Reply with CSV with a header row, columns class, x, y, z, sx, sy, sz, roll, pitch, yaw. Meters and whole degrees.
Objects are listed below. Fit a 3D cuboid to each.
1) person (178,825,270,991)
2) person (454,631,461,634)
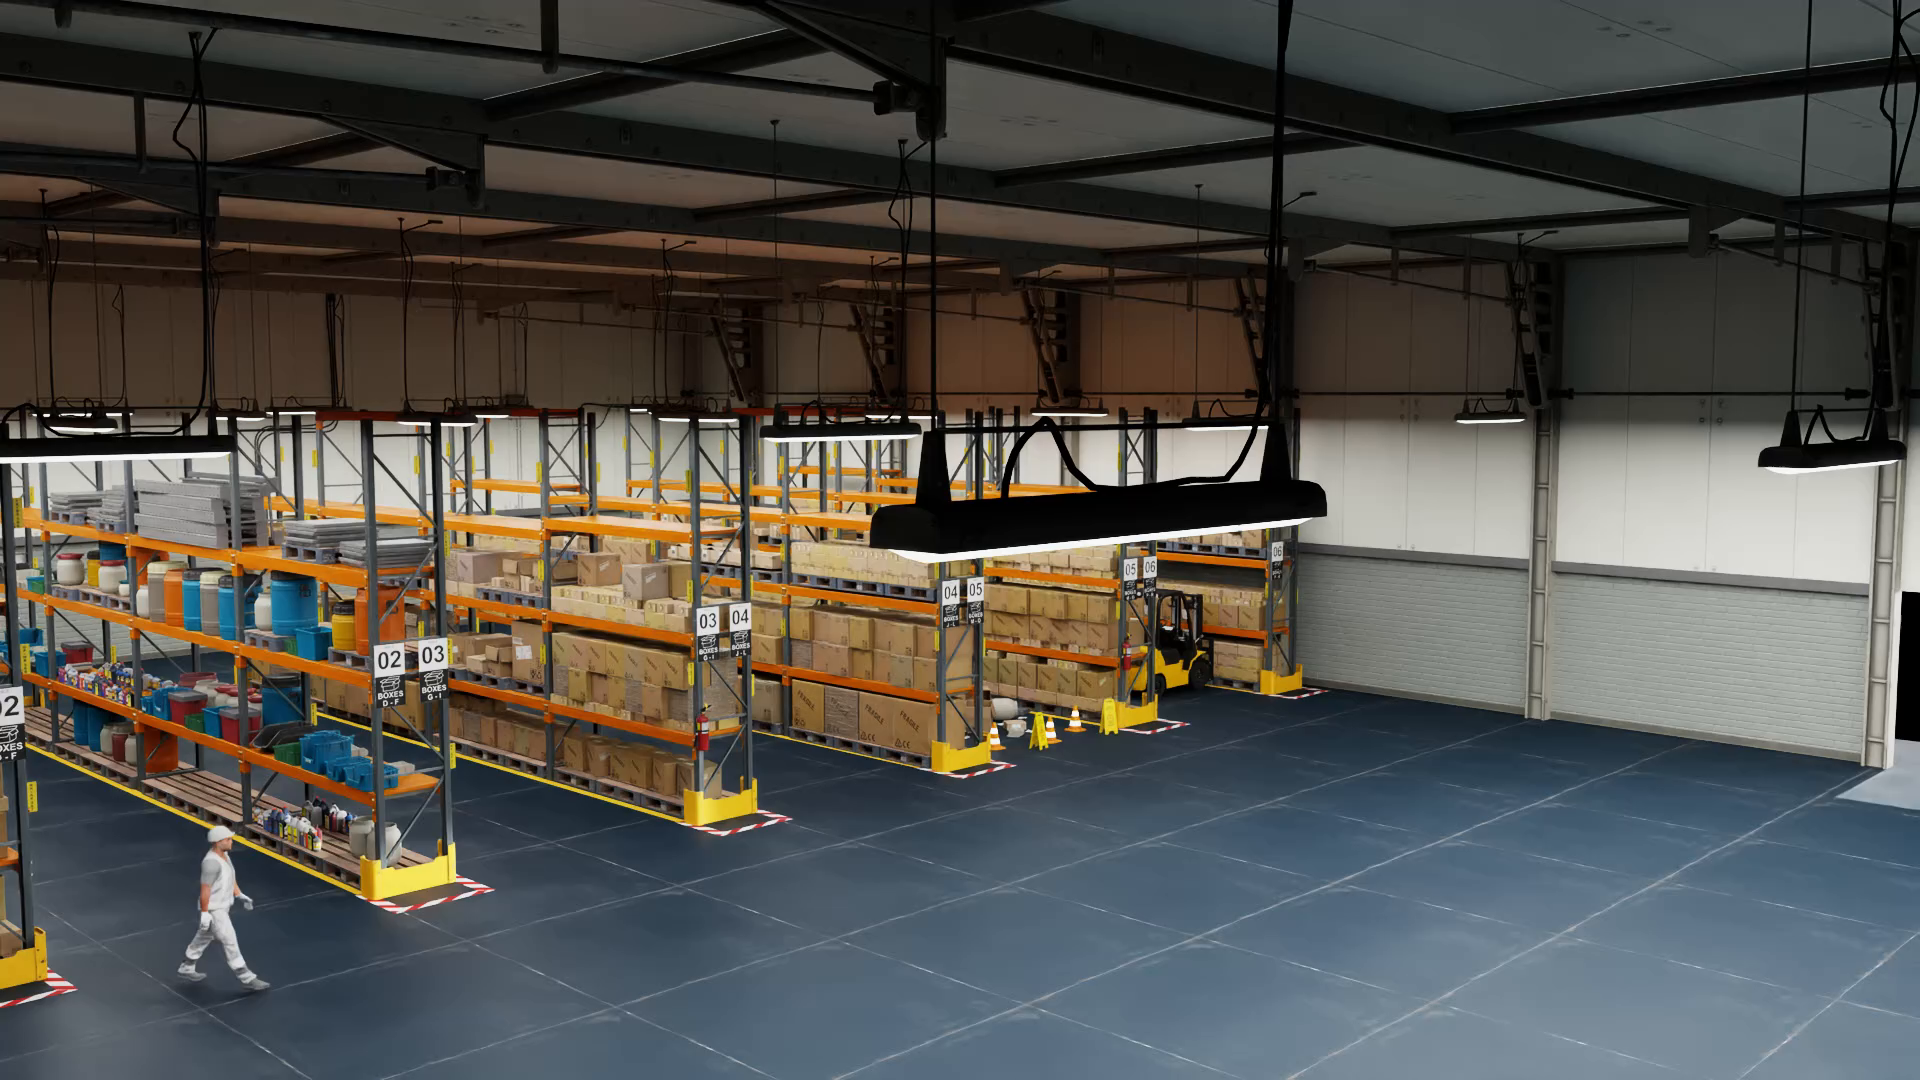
class,x,y,z,sx,sy,sz,roll,pitch,yaw
person,-7.821,3.874,17.638,1.107,1.718,0.632,0,5,4
person,-10.024,2.592,33.327,0.971,1.539,0.491,4,7,41
